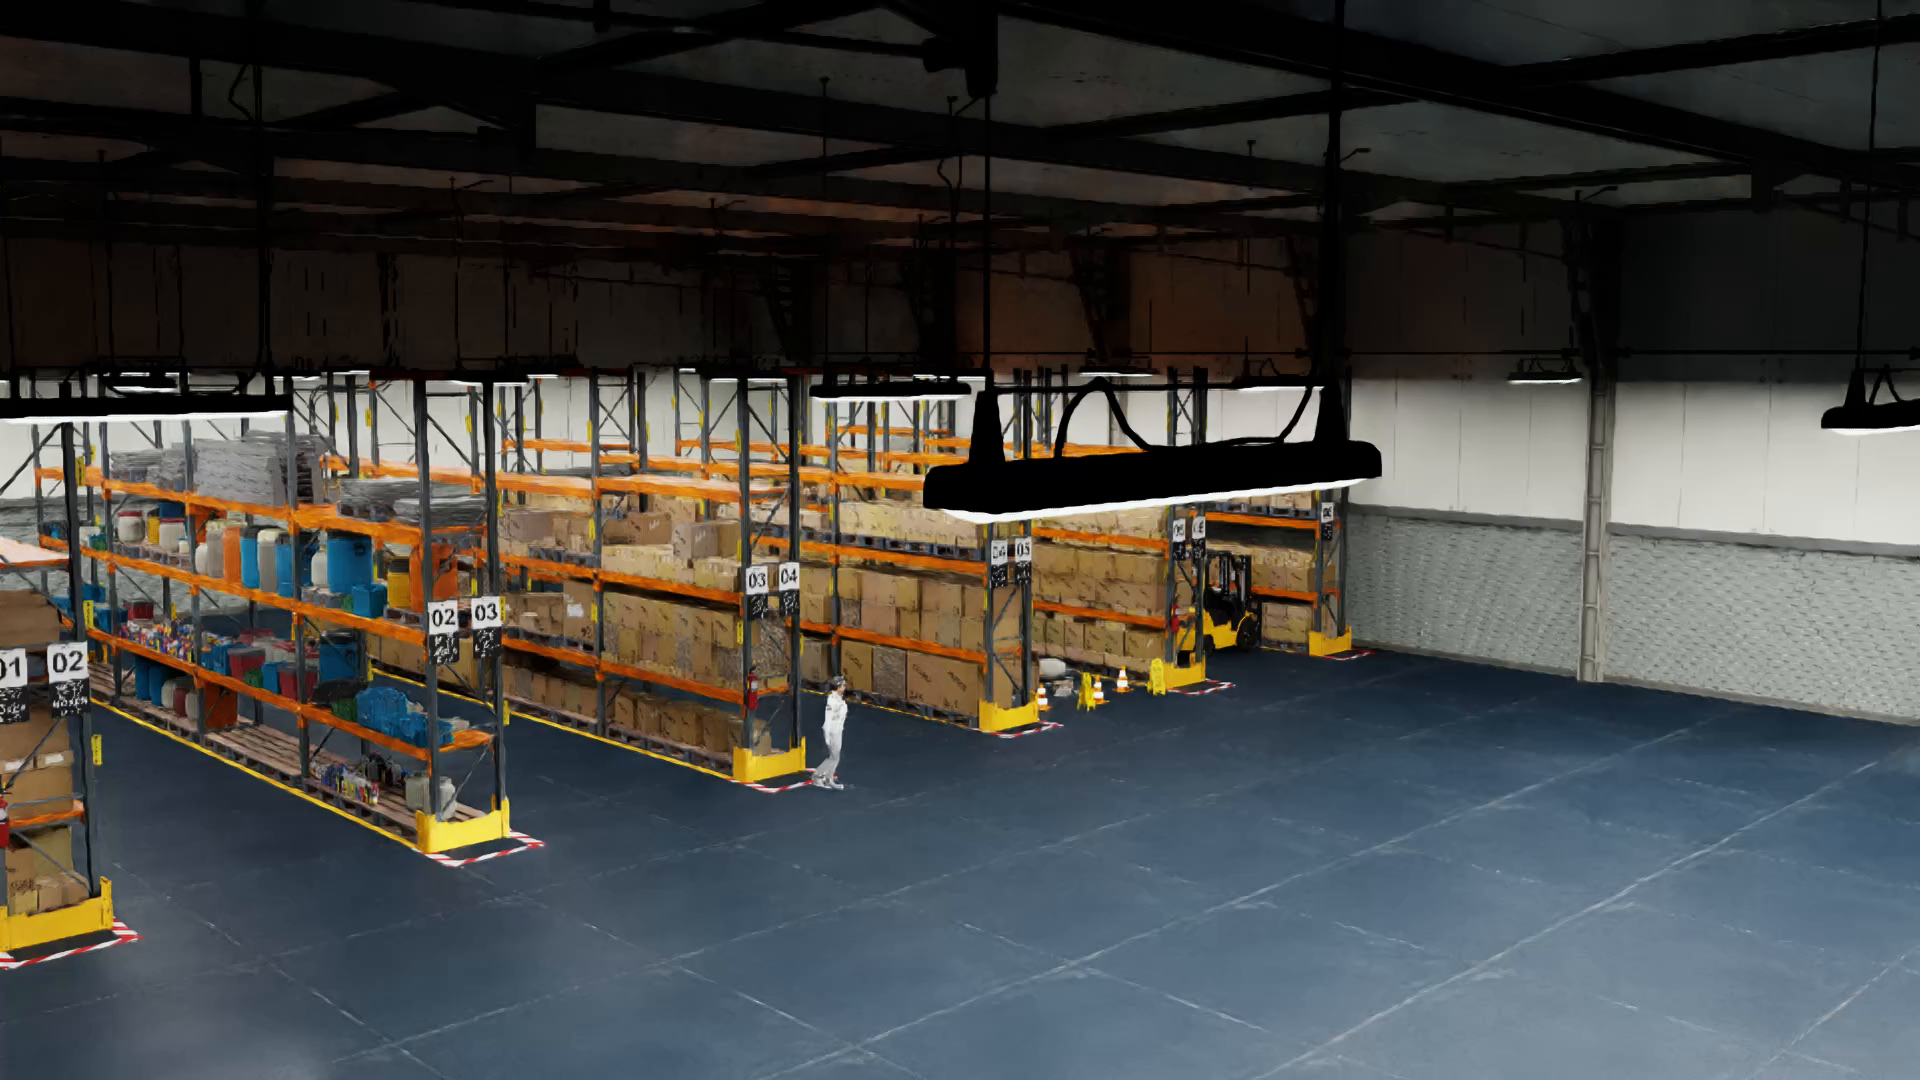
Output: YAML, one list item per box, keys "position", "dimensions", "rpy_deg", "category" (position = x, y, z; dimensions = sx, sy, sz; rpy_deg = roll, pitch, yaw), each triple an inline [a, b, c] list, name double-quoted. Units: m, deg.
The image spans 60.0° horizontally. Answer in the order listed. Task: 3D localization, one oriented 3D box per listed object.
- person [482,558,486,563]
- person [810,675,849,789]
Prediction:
- position: [-10.680, 1.232, 37.344]
  dimensions: [0.604, 1.781, 0.444]
  rpy_deg: [2, 7, 19]
  category: "person"
- position: [-1.900, 2.789, 24.118]
  dimensions: [0.521, 1.671, 0.533]
  rpy_deg: [1, 7, 8]
  category: "person"
